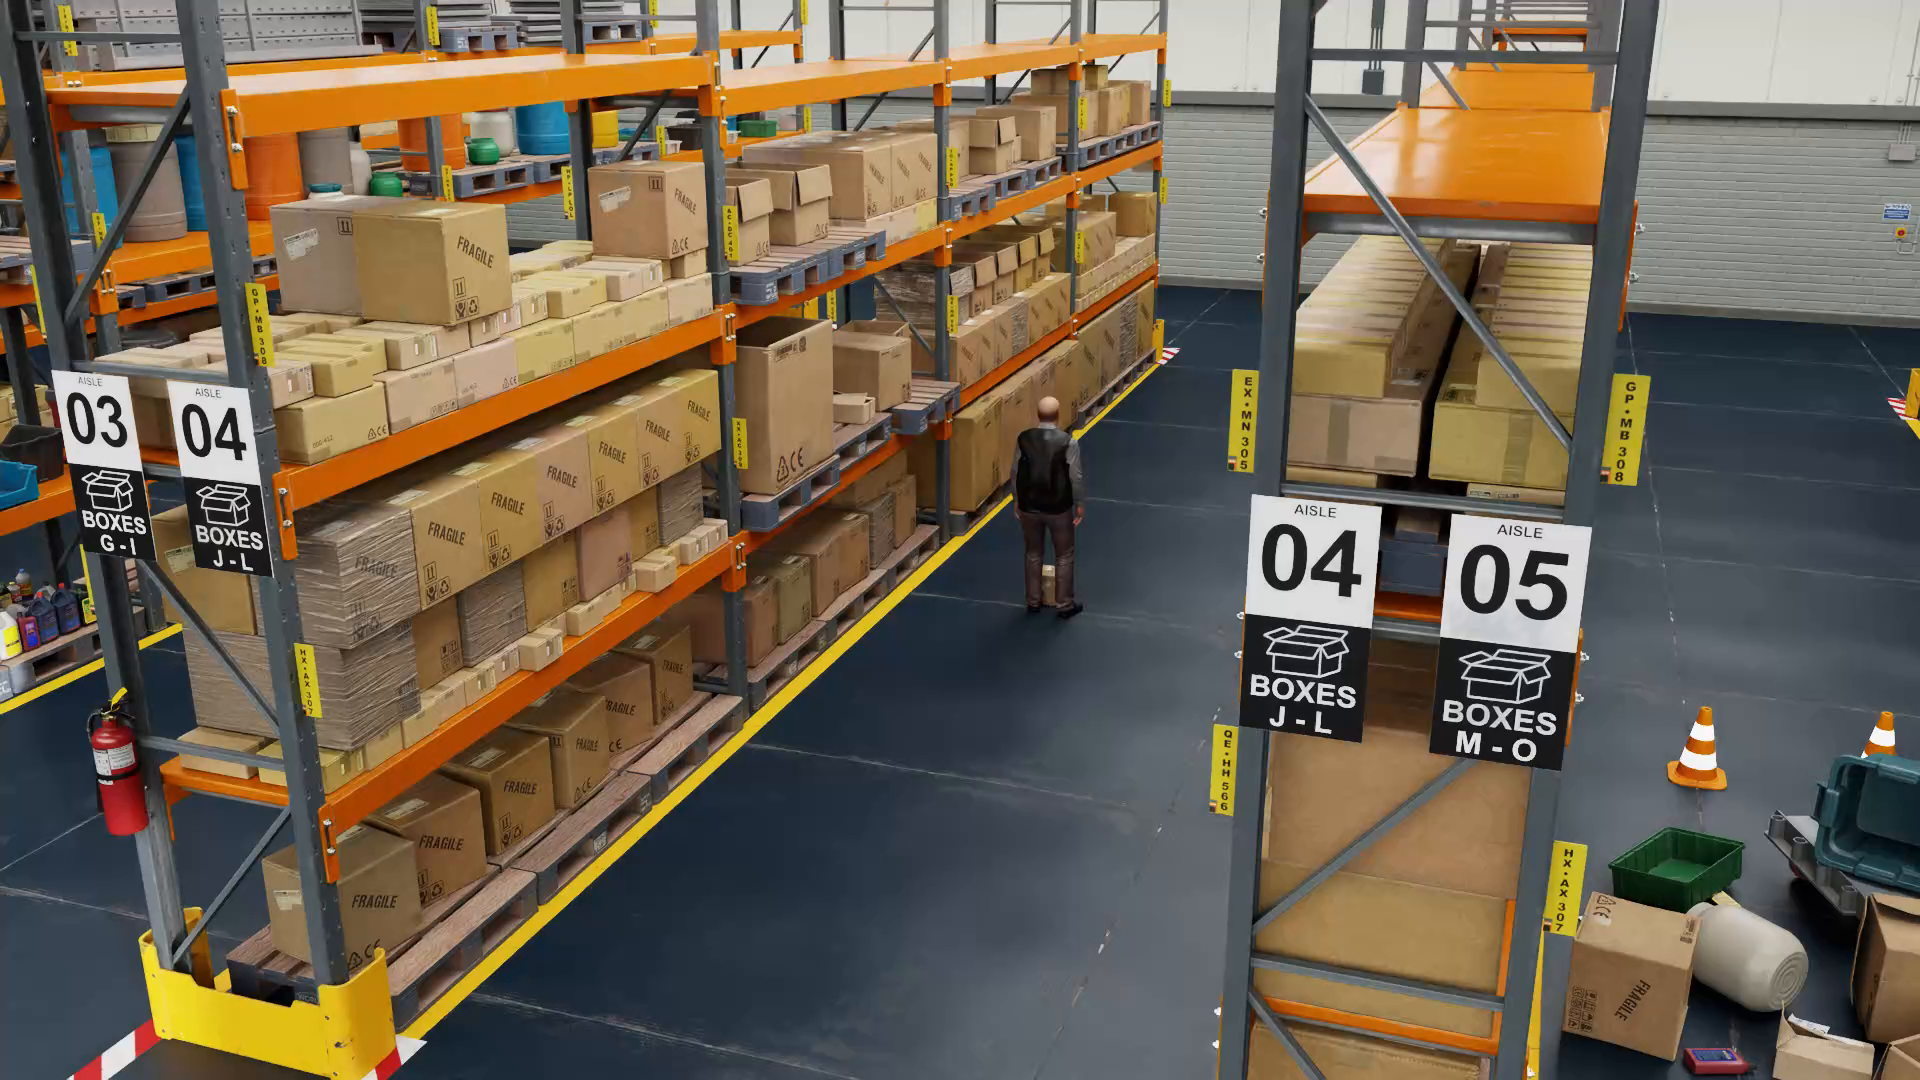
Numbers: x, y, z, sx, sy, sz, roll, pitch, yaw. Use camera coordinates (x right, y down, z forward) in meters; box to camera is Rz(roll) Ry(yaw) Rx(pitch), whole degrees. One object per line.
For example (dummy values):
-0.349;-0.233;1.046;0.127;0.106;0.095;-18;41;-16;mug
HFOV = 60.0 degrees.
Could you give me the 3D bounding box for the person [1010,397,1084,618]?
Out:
0.674;-0.253;12.853;0.581;1.721;0.462;6;20;19;person
